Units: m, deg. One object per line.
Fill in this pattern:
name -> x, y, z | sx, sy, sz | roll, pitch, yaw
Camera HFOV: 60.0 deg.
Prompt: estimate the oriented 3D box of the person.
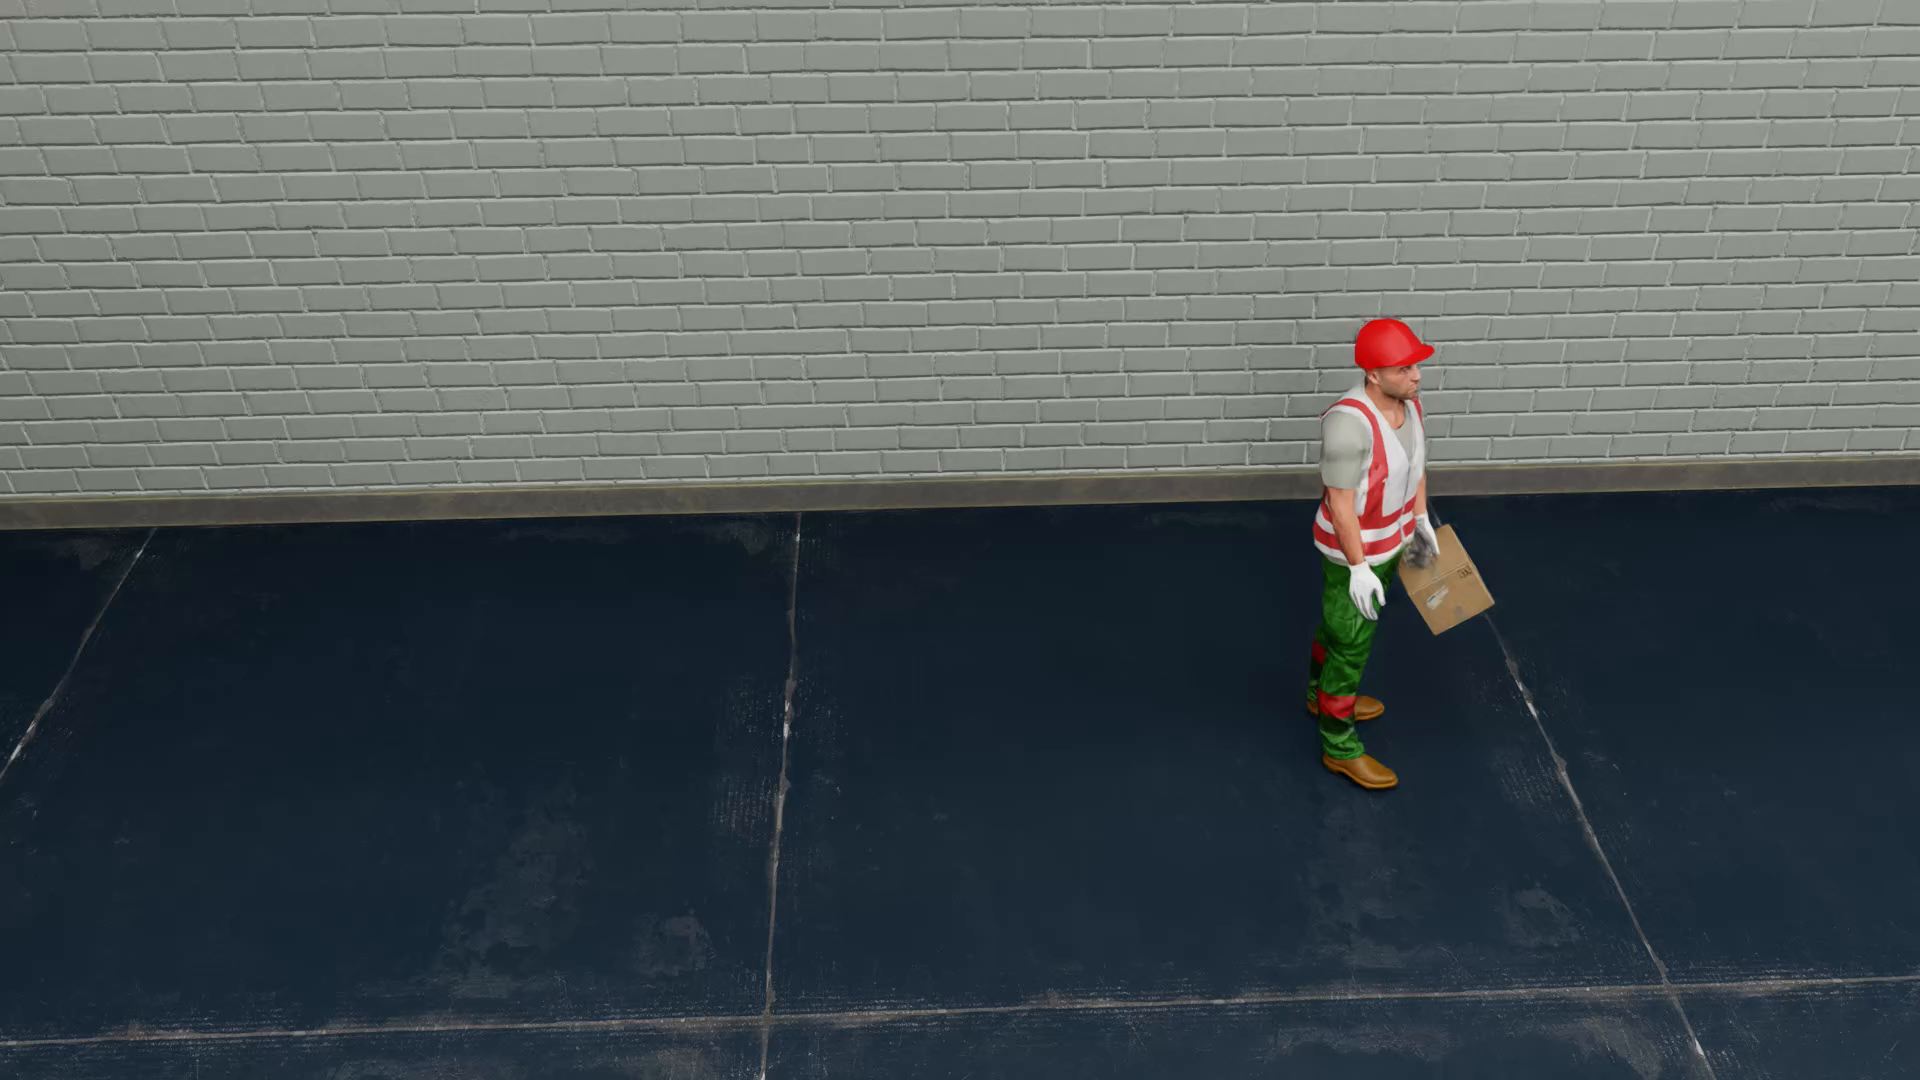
person -> 1.544, 0.051, 6.026 | 0.543, 1.793, 0.590 | 26, 42, 32
